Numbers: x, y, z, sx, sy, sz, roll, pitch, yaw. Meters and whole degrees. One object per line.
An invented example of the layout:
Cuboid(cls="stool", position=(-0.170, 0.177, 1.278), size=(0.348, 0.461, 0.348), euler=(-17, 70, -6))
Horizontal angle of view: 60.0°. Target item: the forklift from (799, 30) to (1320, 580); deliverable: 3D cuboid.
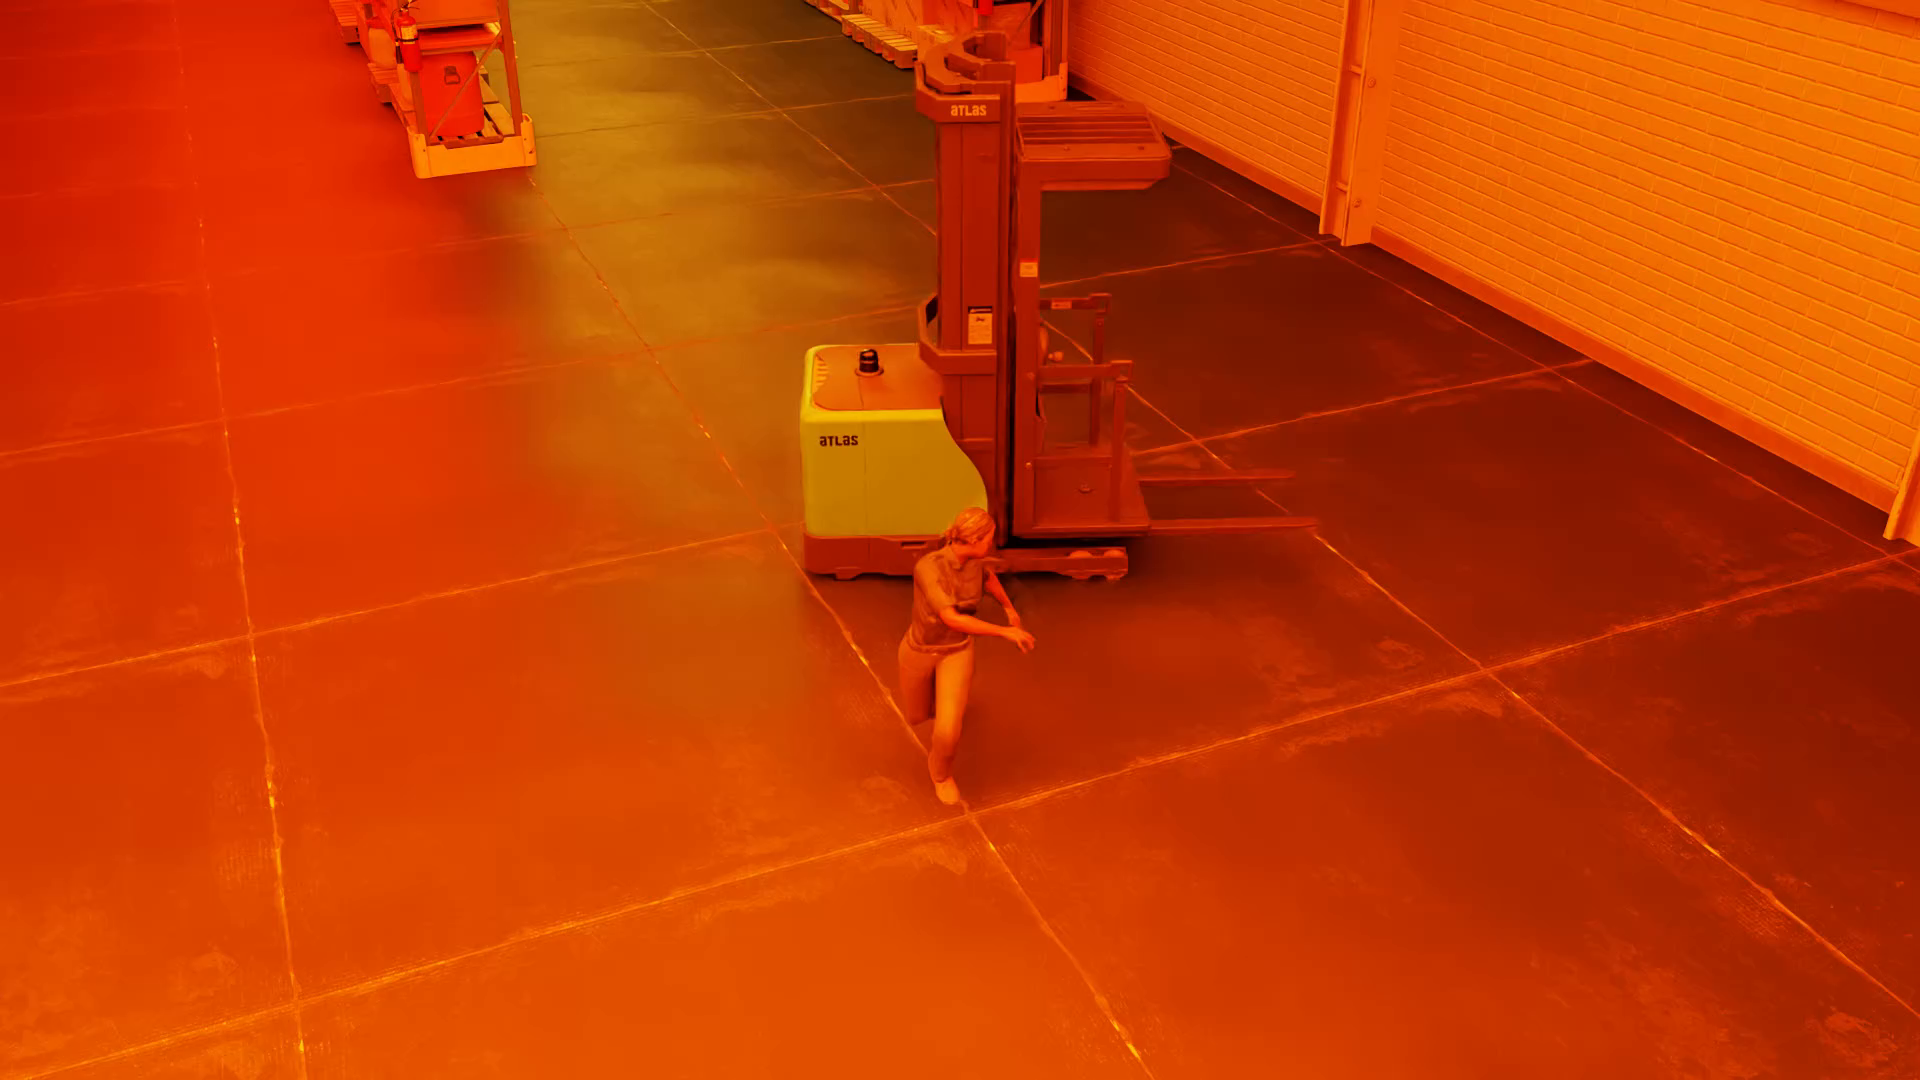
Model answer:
Cuboid(cls="forklift", position=(0.592, -1.305, 9.402), size=(3.031, 2.935, 1.130), euler=(-1, 30, -2))

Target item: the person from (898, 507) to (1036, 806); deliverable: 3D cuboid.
Cuboid(cls="person", position=(0.011, 0.470, 7.901), size=(0.625, 1.429, 0.895), euler=(-3, 30, -5))
